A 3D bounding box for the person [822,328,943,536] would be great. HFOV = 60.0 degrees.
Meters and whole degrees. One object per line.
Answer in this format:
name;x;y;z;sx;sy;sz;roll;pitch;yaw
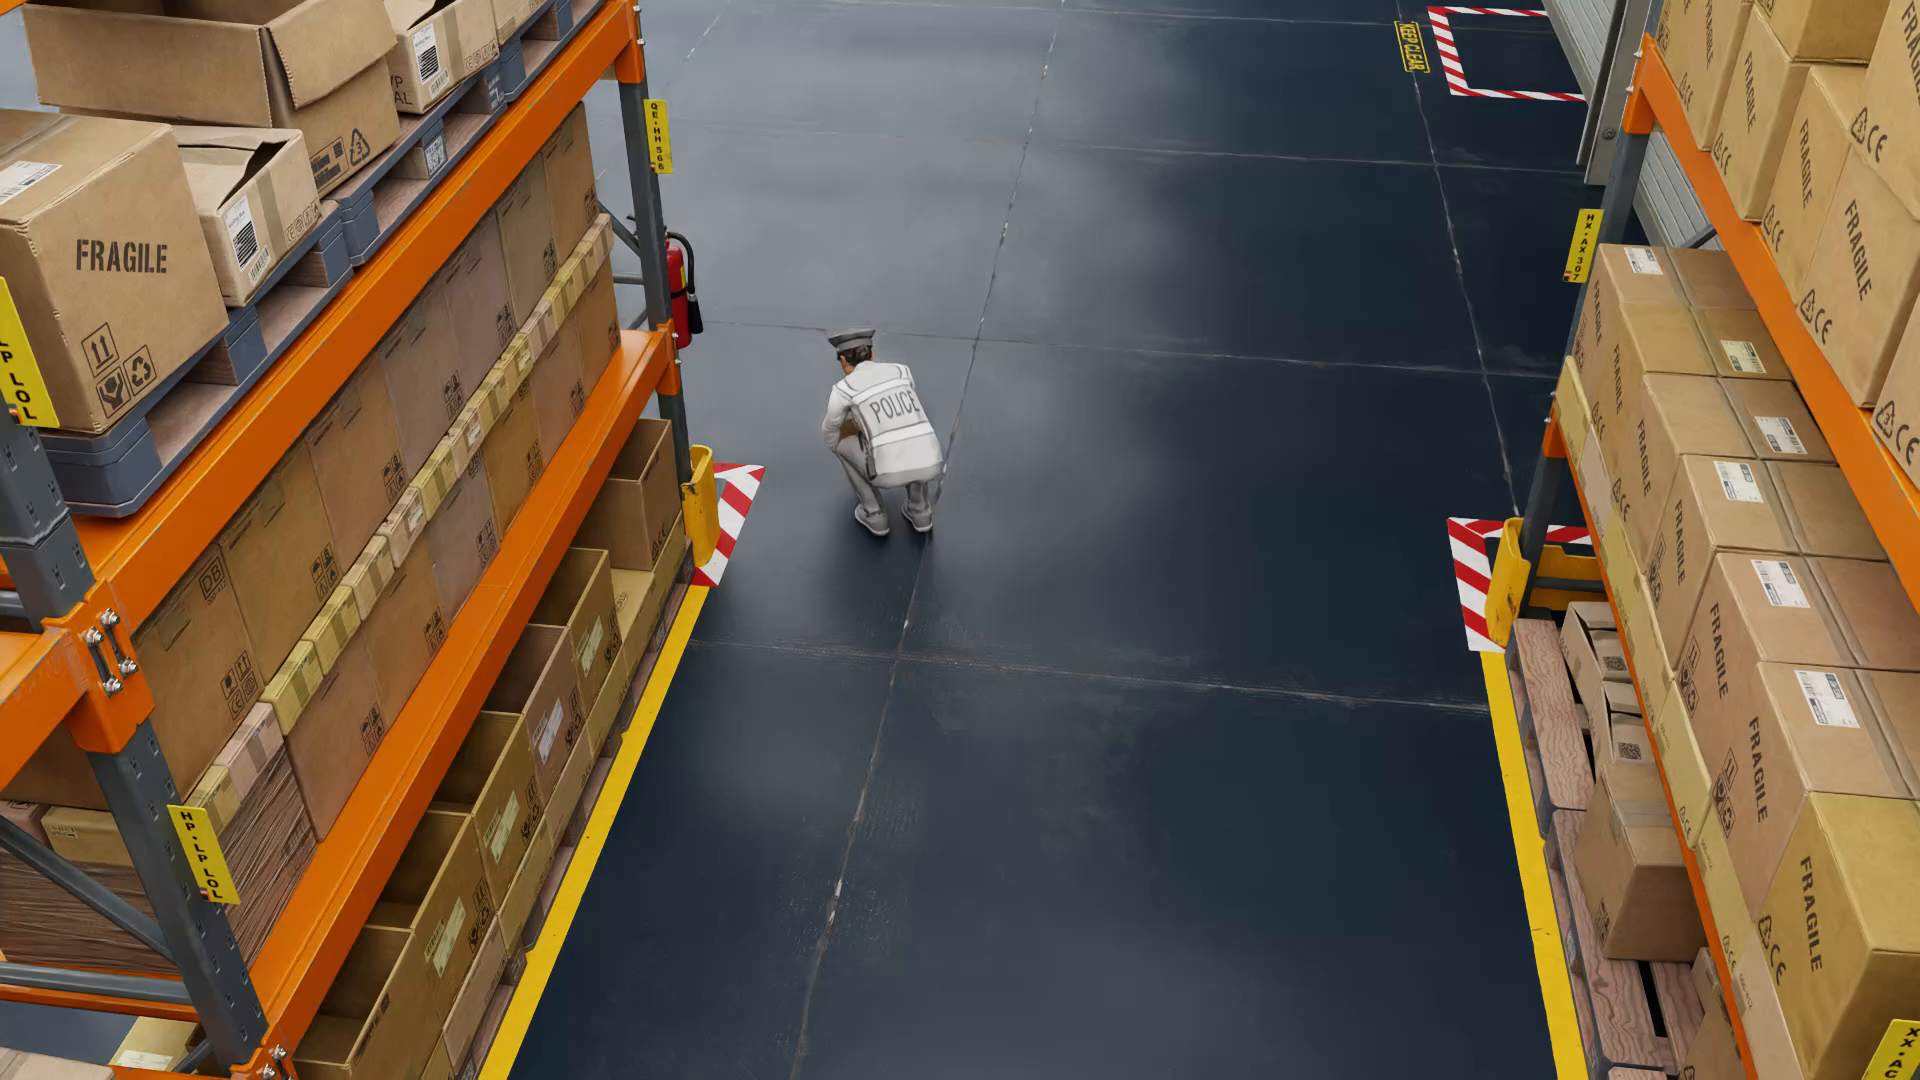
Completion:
person;-0.399;-0.532;8.346;0.490;0.979;0.831;-14;38;-18
